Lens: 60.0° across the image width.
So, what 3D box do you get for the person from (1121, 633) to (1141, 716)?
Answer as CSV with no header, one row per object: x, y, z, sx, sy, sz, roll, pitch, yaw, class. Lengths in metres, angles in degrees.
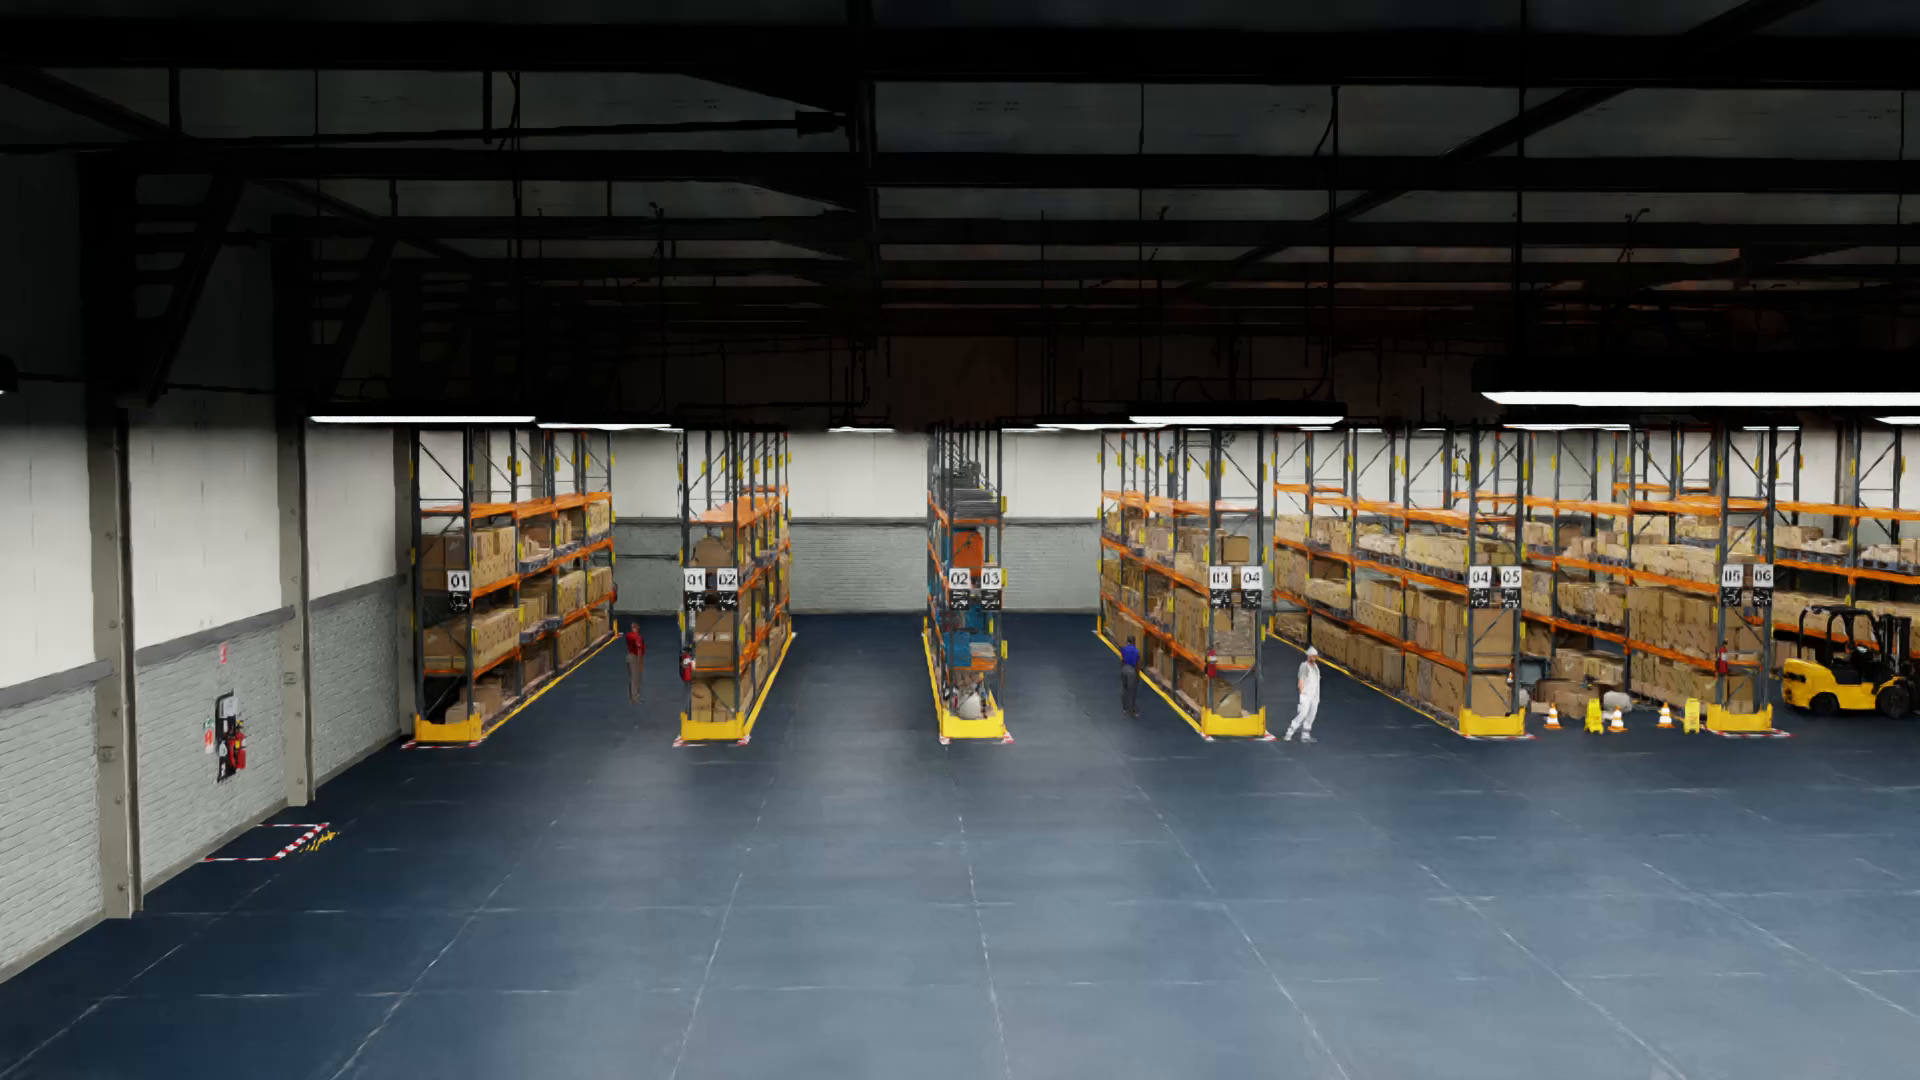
3.490,2.725,33.770,0.407,1.655,0.507,-3,4,-34,person

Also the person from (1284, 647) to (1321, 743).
6.349,2.864,30.734,0.726,1.778,0.531,-3,5,-42,person

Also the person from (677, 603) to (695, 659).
-6.800,2.176,41.994,0.702,1.735,0.549,0,4,-4,person

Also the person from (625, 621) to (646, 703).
-6.866,2.620,35.375,0.457,1.654,0.593,-2,4,-33,person
